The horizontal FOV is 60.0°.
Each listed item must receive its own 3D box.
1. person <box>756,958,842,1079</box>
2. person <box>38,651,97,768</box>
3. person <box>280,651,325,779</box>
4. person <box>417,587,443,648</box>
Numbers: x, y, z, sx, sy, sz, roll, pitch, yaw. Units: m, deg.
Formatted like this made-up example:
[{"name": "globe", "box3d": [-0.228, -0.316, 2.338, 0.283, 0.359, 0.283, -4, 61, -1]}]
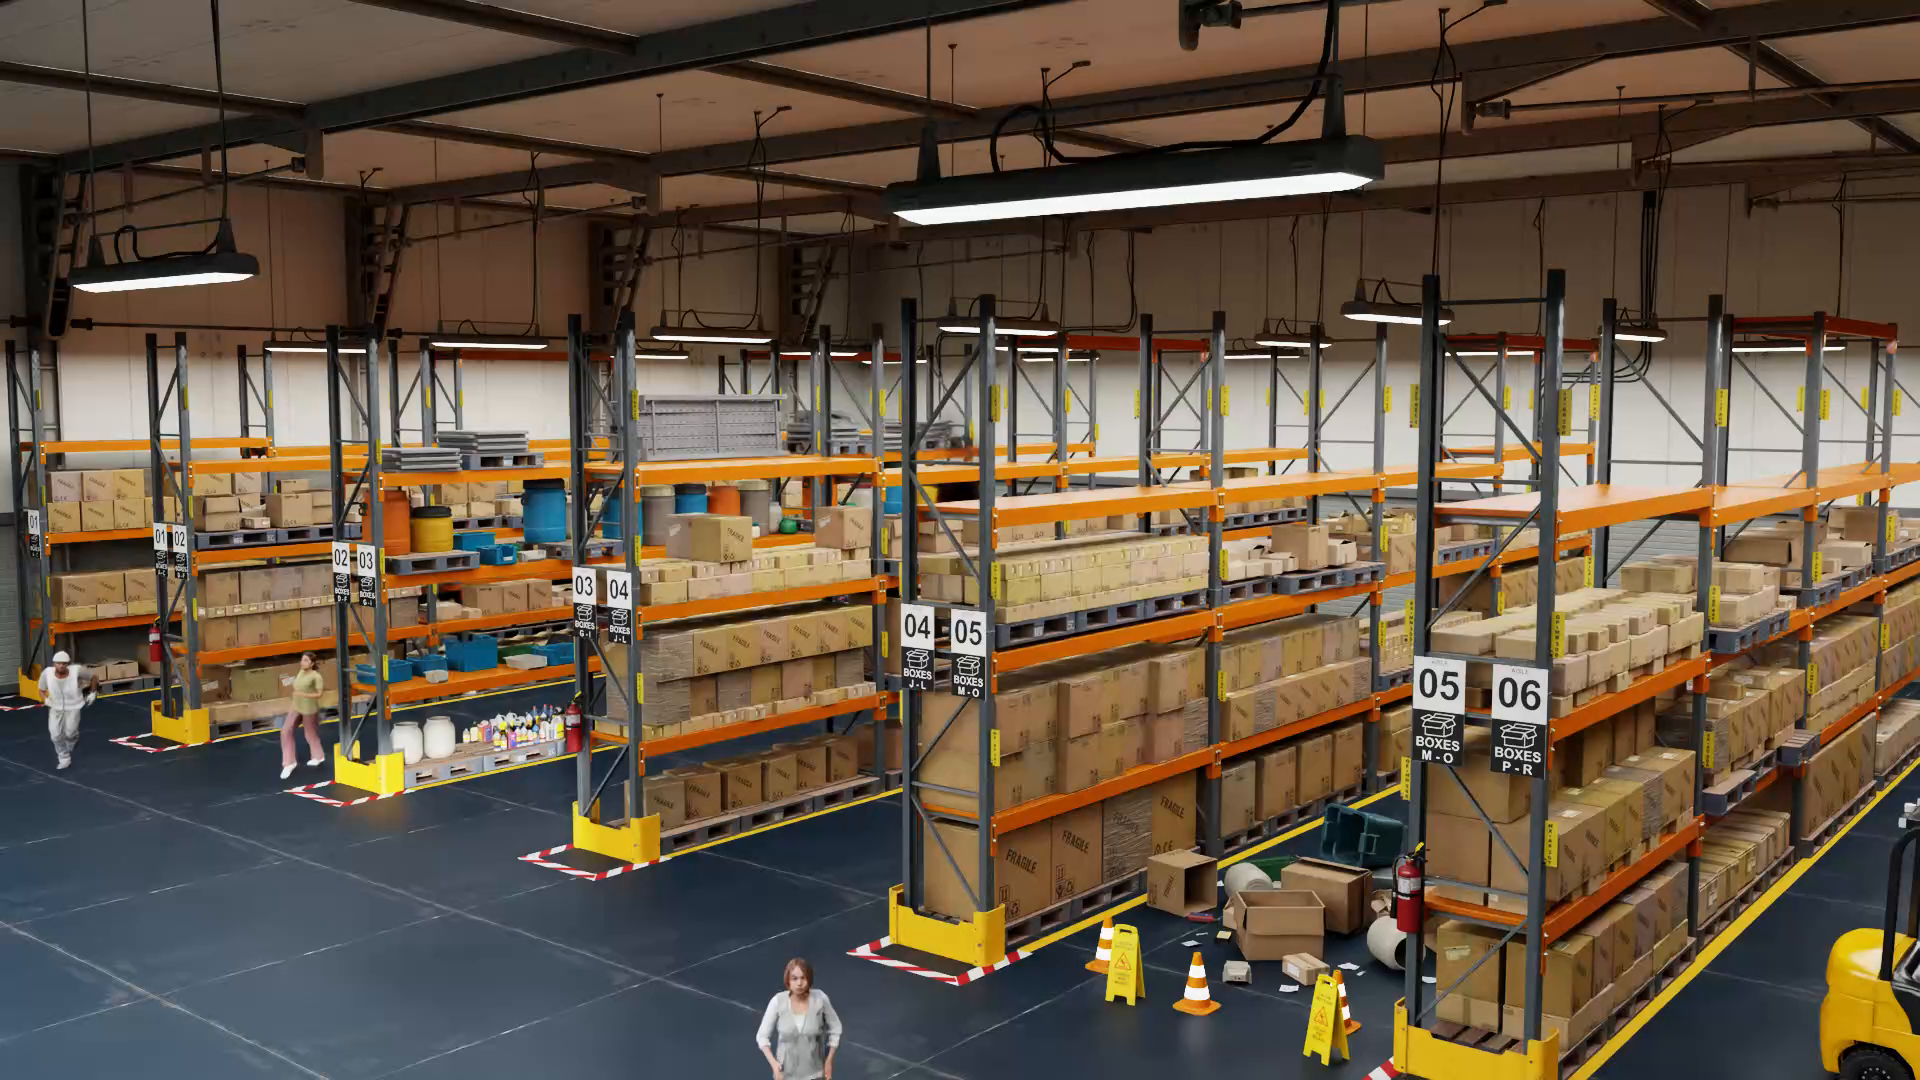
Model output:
[{"name": "person", "box3d": [-1.028, 3.431, 10.621, 0.543, 1.559, 0.530, 0, 5, -3]}, {"name": "person", "box3d": [-12.174, 2.307, 22.710, 0.705, 1.654, 0.825, -2, 5, -20]}, {"name": "person", "box3d": [-8.763, 2.334, 22.414, 0.562, 1.700, 0.754, 1, 5, 15]}, {"name": "person", "box3d": [-9.520, 1.632, 29.906, 0.593, 1.660, 0.616, 4, 6, 36]}]
